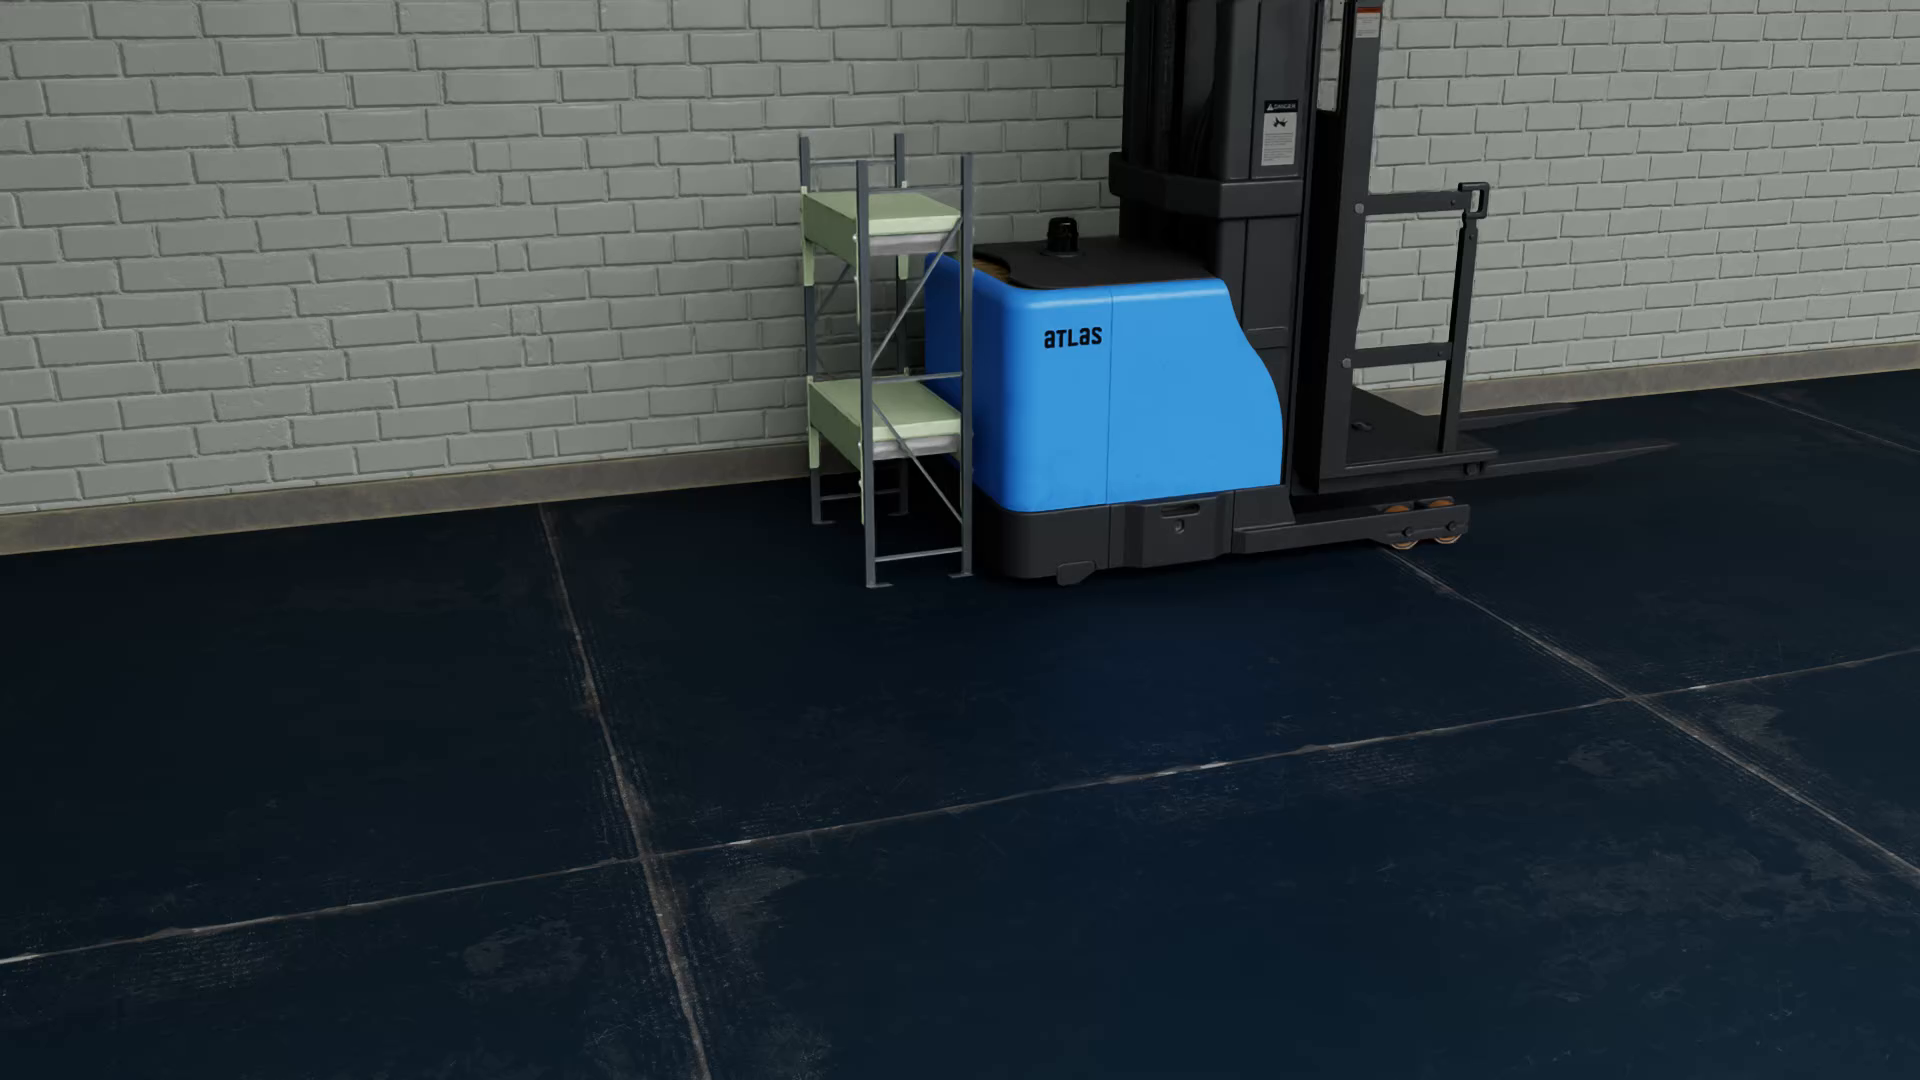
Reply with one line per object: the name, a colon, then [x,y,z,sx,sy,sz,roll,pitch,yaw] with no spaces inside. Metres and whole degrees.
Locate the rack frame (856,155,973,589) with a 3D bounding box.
rack frame: [-0.149,-0.557,5.747,0.400,1.500,0.023,-7,21,-19]

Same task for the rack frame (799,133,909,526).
rack frame: [-0.398,-0.789,6.395,0.400,1.500,0.023,-7,21,-19]

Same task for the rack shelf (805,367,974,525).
rack shelf: [-0.274,-0.366,6.181,0.431,0.370,0.720,-7,21,-19]

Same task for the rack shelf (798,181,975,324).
rack shelf: [-0.274,-1.040,5.939,0.431,0.370,0.720,-7,21,-19]

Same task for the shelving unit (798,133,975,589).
shelving unit: [-0.274,-0.673,6.071,0.431,1.500,0.755,-7,21,-19]

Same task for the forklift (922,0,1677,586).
forklift: [1.424,-1.502,6.263,3.031,2.935,1.130,-7,21,-18]
